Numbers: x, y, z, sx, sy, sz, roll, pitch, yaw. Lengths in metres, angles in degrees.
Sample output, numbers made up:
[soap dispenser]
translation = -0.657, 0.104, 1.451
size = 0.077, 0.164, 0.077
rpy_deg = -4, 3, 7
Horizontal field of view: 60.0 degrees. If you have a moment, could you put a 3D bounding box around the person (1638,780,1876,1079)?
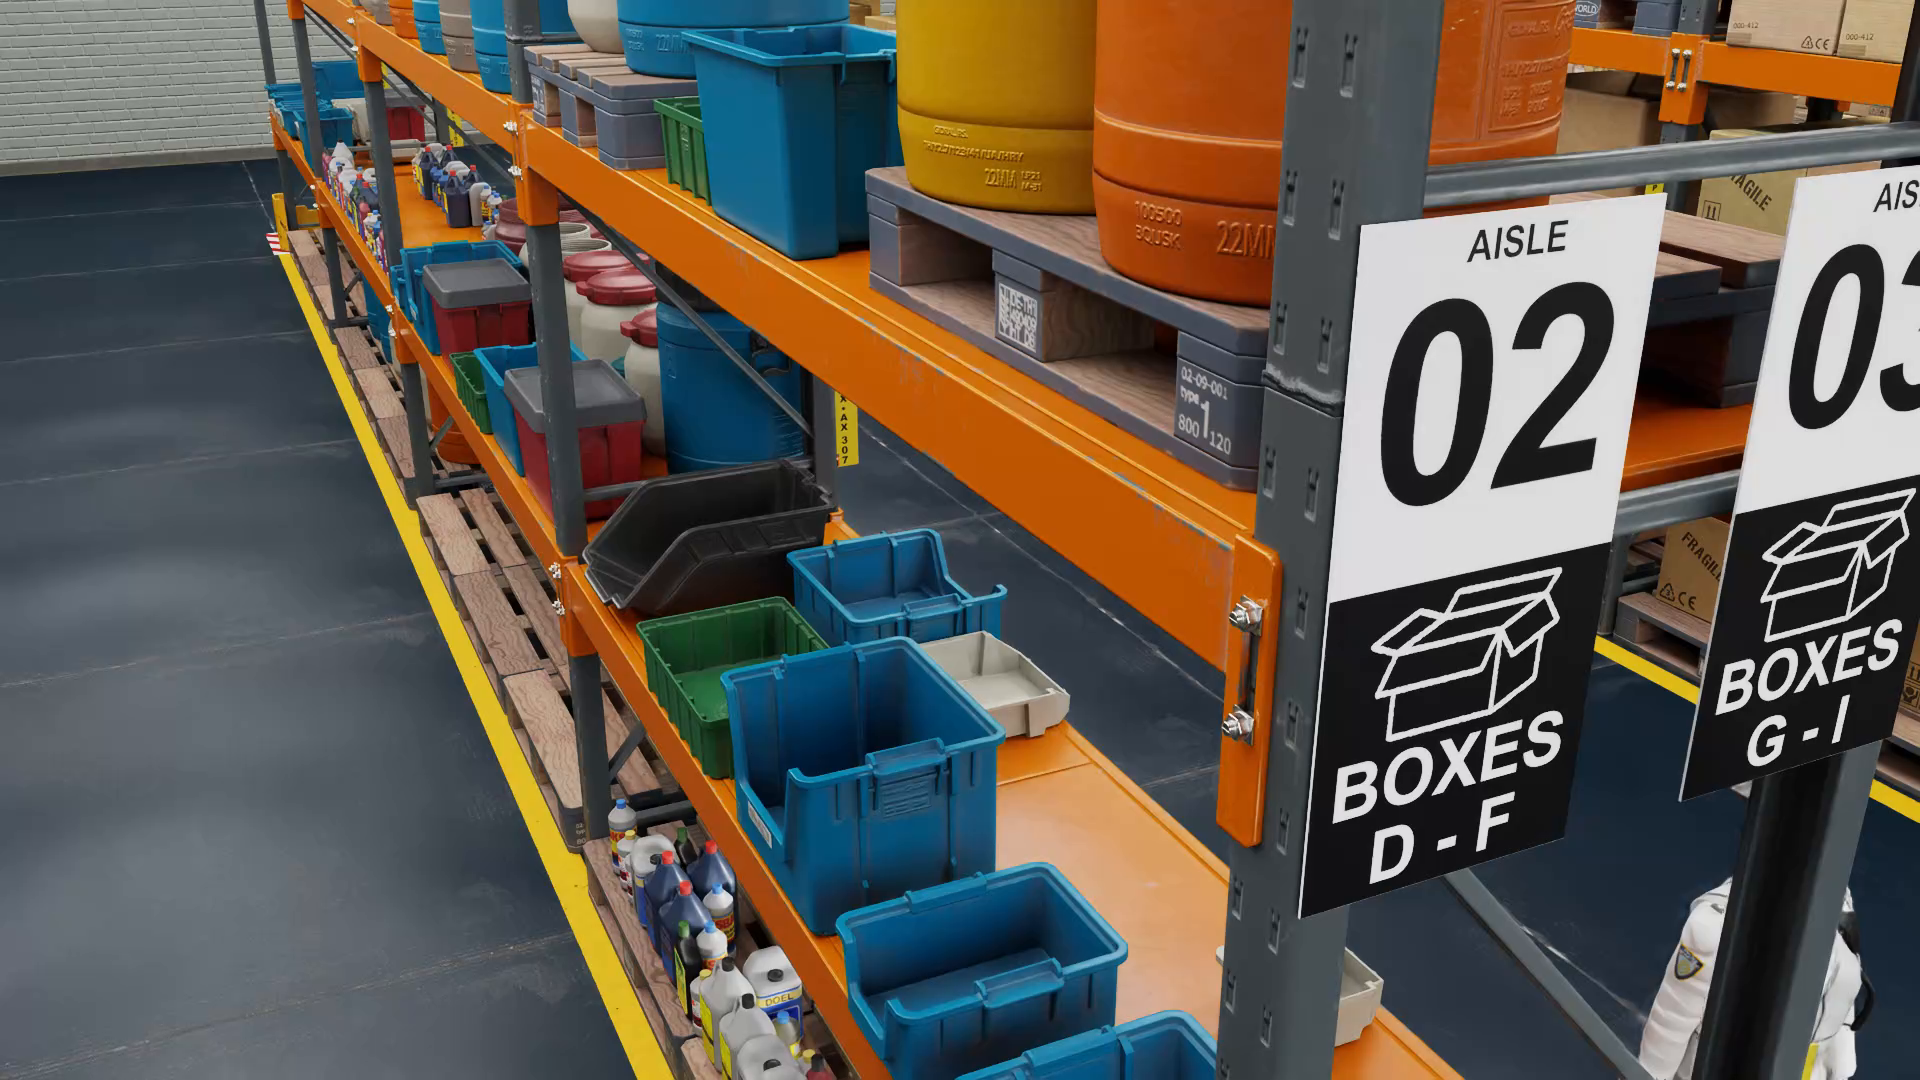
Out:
[person]
translation = 1.841, 1.252, 3.978
size = 0.506, 1.648, 0.840
rpy_deg = -11, 25, -26
